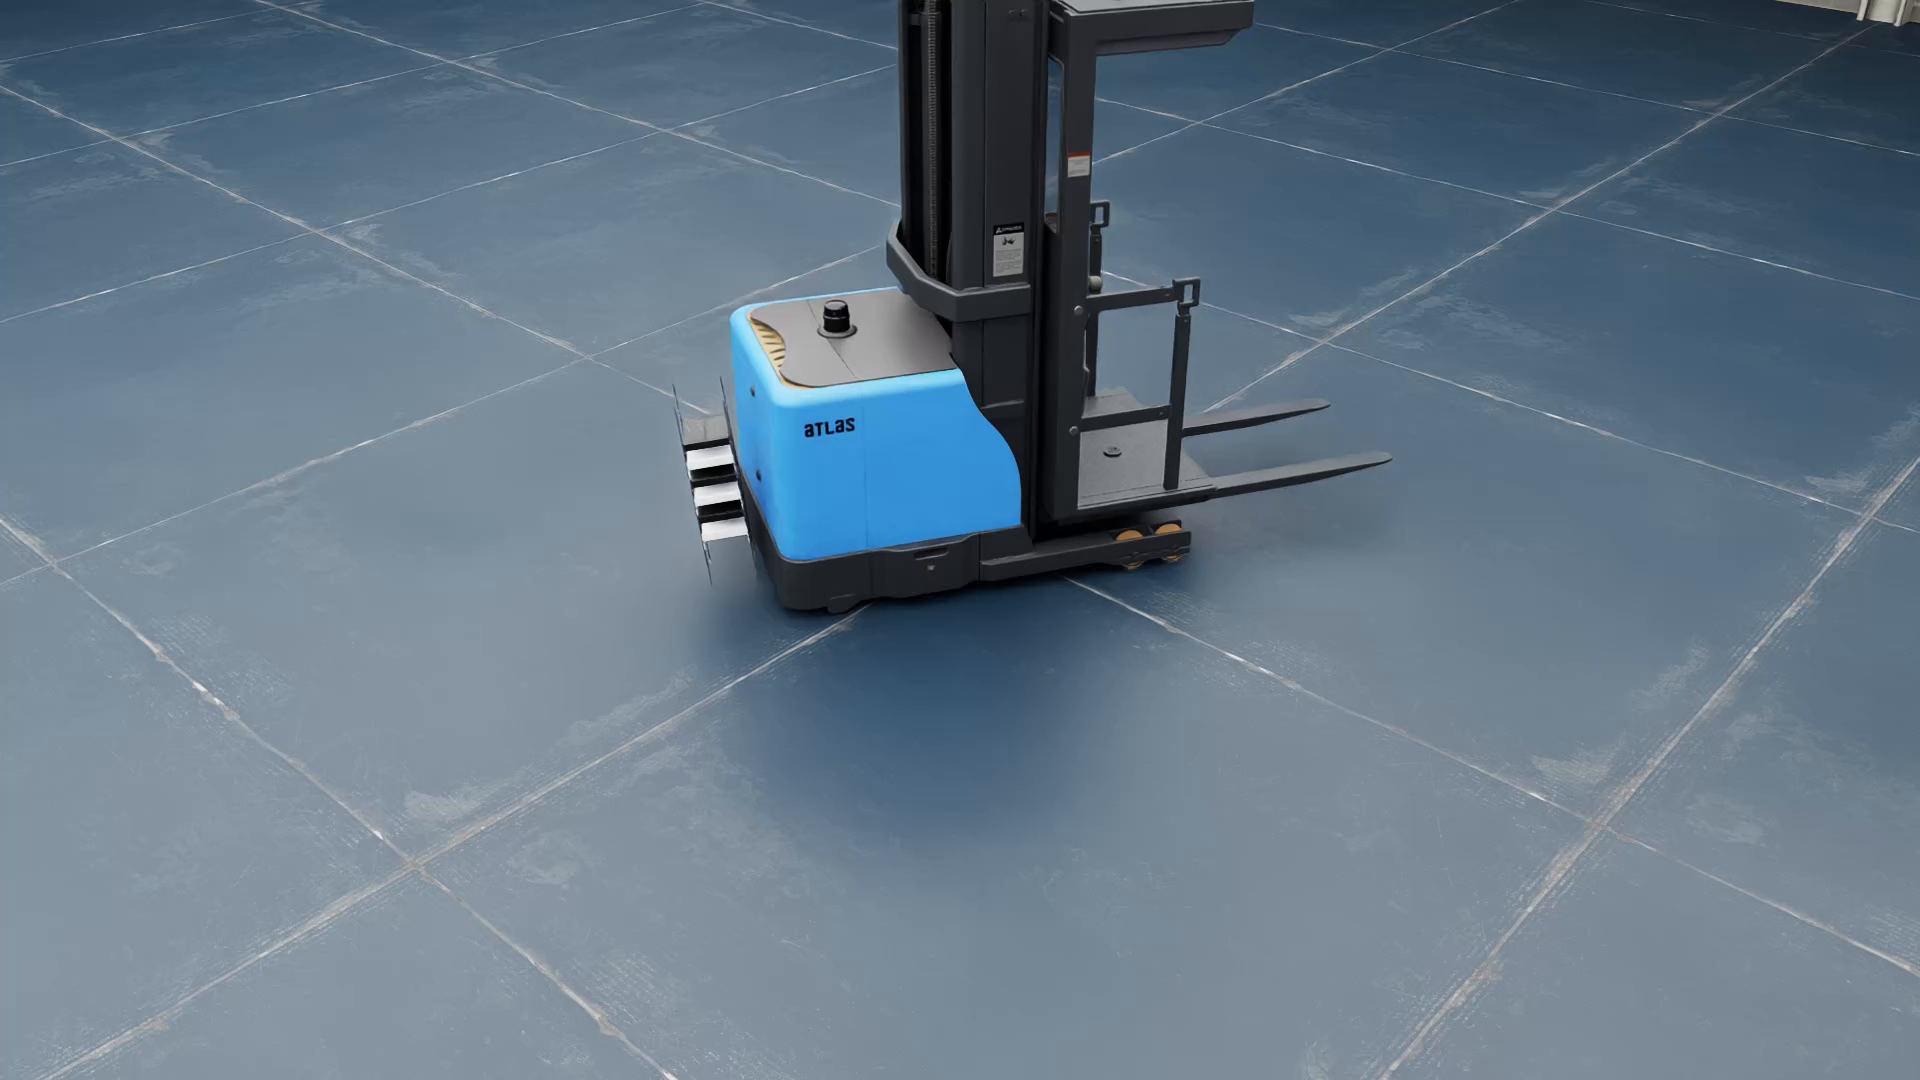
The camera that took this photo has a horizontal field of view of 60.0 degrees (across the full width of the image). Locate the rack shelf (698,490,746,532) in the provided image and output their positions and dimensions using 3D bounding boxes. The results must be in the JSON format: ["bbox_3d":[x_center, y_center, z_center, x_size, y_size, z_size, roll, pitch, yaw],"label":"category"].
[{"bbox_3d":[-1.056,-0.146,7.343,0.200,0.077,0.258,-10,32,-5],"label":"rack shelf"}]

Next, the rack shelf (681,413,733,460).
[{"bbox_3d":[-1.090,-0.450,7.153,0.200,0.077,0.258,-10,32,-5],"label":"rack shelf"}]

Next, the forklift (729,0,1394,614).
[{"bbox_3d":[0.537,-1.378,7.198,3.031,2.935,1.130,-10,32,-15],"label":"forklift"}]

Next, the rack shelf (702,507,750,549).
[{"bbox_3d":[-1.047,-0.070,7.390,0.200,0.077,0.258,-10,32,-5],"label":"rack shelf"}]

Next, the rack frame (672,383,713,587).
[{"bbox_3d":[-1.167,-0.233,7.268,0.006,0.900,0.240,-10,32,-5],"label":"rack frame"}]

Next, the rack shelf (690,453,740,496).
[{"bbox_3d":[-1.073,-0.298,7.248,0.200,0.077,0.258,-10,32,-5],"label":"rack shelf"}]

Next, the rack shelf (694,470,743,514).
[{"bbox_3d":[-1.065,-0.222,7.295,0.200,0.077,0.258,-10,32,-5],"label":"rack shelf"}]

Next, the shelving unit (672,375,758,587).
[{"bbox_3d":[-1.068,-0.251,7.278,0.210,0.900,0.258,-10,32,-5],"label":"shelving unit"}]

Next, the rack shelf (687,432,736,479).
[{"bbox_3d":[-1.082,-0.374,7.200,0.200,0.077,0.258,-10,32,-5],"label":"rack shelf"}]

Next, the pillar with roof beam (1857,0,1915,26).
[{"bbox_3d":[6.062,-7.252,11.071,0.400,9.000,9.100,25,39,35],"label":"pillar with roof beam"}]

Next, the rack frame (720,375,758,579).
[{"bbox_3d":[-0.968,-0.268,7.287,0.006,0.900,0.240,-10,32,-5],"label":"rack frame"}]
